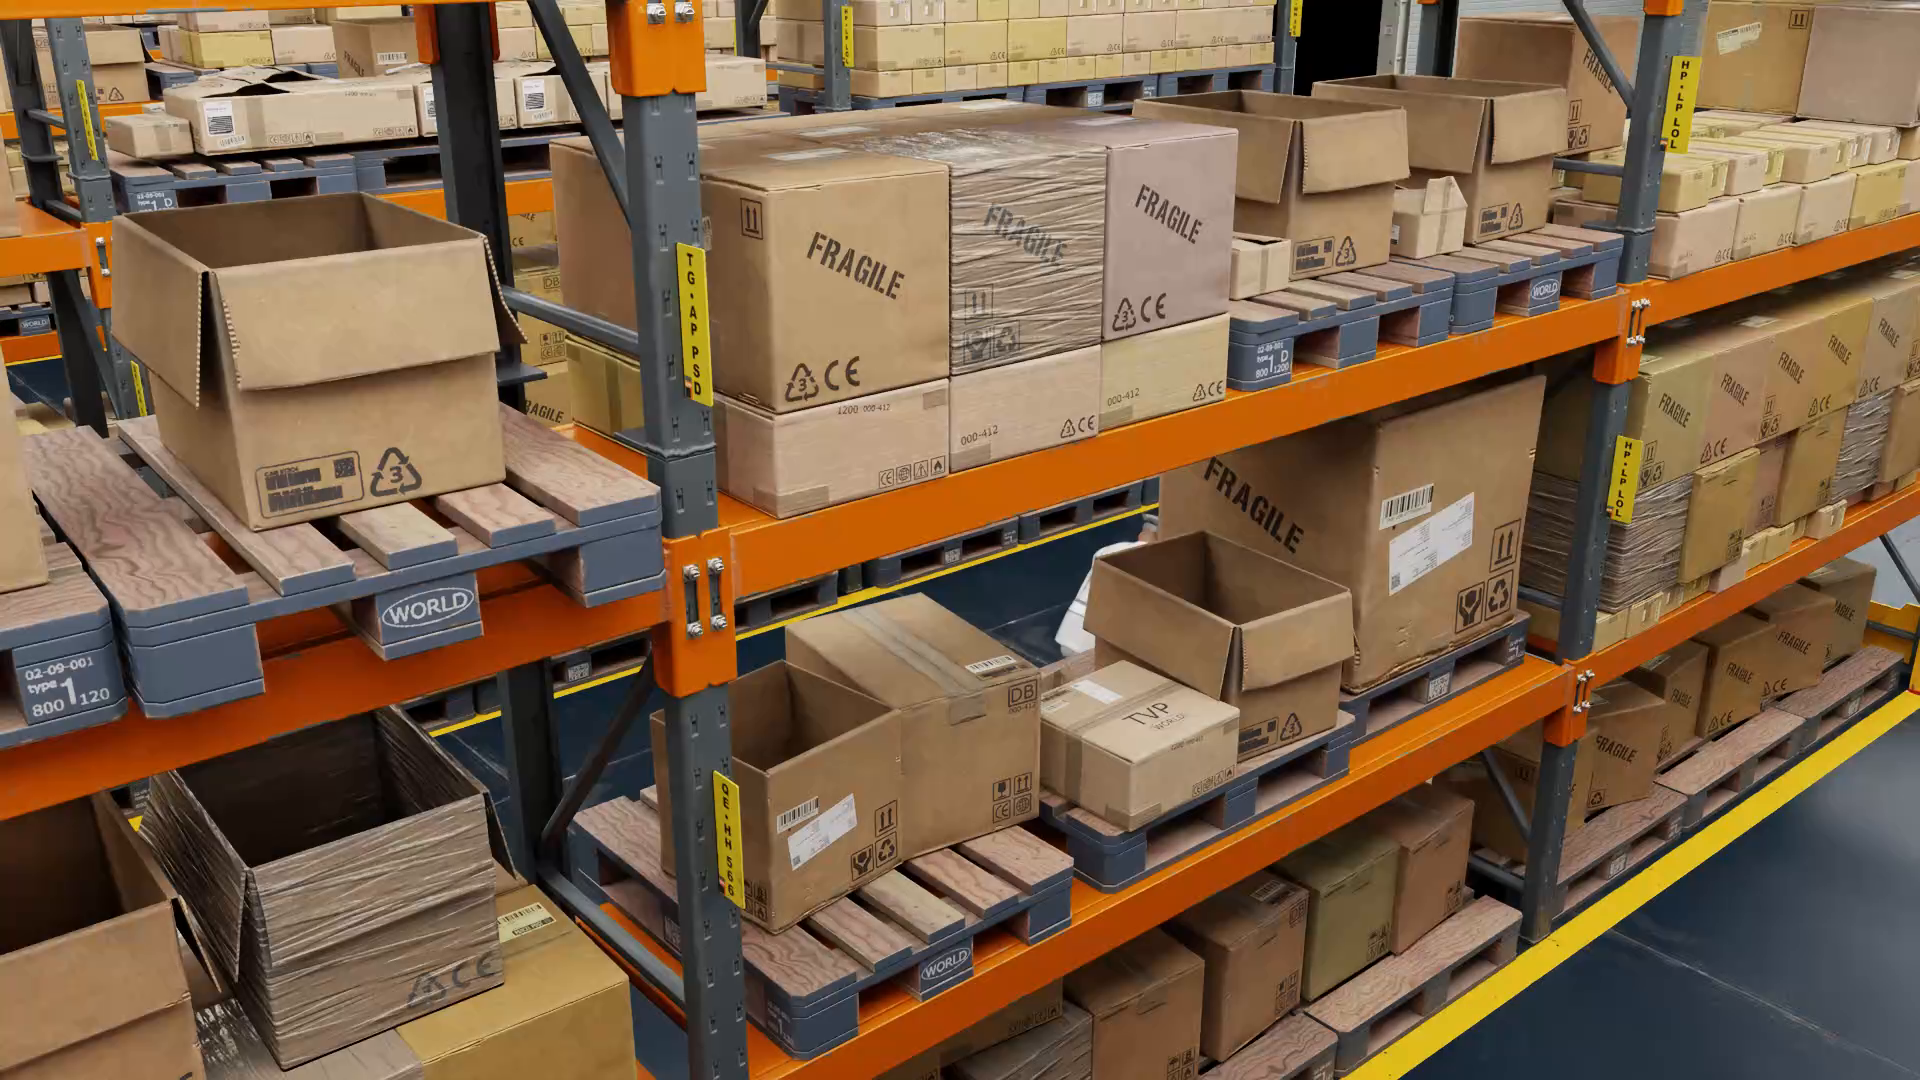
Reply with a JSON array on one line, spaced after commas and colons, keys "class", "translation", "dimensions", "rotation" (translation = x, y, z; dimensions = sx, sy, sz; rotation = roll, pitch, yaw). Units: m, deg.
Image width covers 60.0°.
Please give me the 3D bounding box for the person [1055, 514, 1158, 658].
[{"class": "person", "translation": [0.920, 0.409, 9.059], "dimensions": [0.898, 1.011, 0.548], "rotation": [-17, 27, -38]}]
